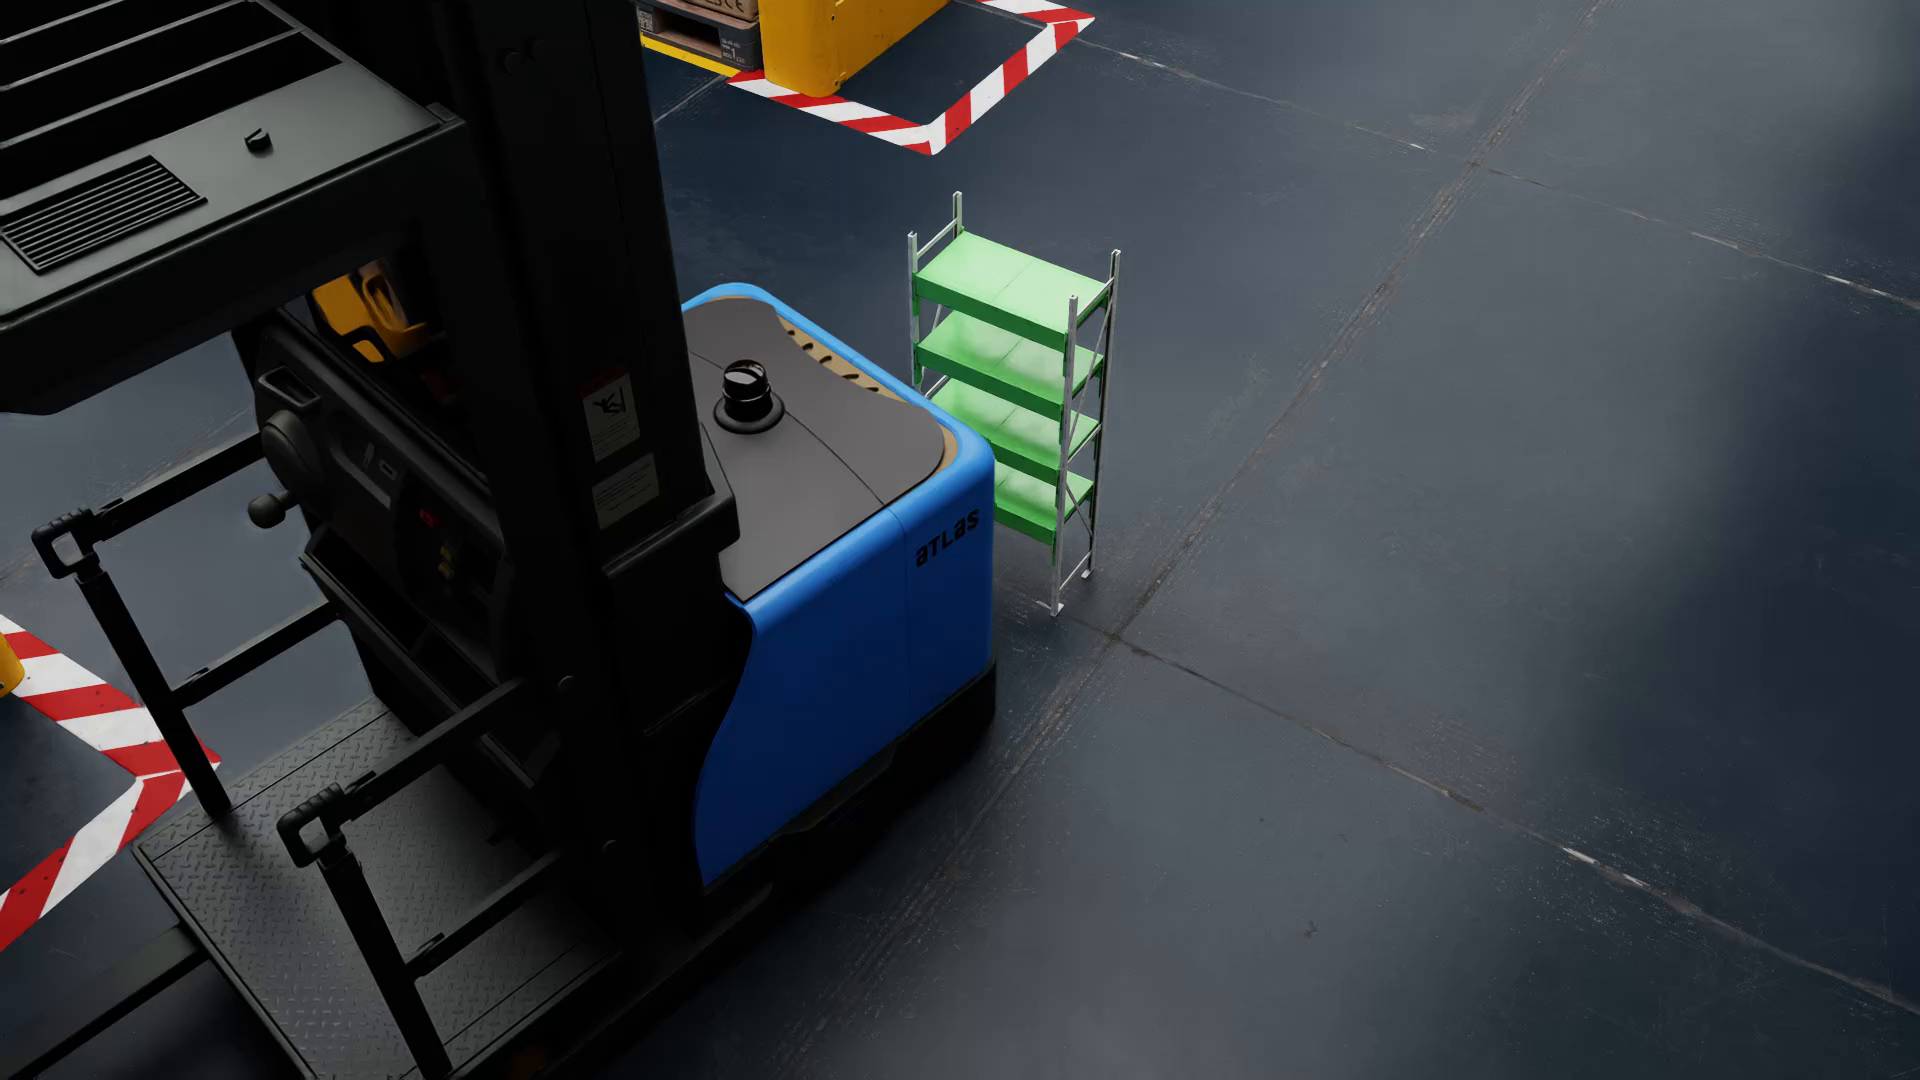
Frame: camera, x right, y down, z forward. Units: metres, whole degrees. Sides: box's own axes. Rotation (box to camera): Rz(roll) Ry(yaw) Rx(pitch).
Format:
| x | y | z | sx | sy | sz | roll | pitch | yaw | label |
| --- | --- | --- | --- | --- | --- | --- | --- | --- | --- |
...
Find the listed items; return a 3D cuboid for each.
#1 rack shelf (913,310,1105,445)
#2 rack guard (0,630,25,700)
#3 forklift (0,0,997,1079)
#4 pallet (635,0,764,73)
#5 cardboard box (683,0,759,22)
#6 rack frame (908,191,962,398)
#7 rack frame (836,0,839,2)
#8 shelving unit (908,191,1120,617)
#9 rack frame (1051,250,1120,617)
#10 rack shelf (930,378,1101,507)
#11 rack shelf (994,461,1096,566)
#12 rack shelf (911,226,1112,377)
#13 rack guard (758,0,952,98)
| x | y | z | sx | sy | sz | roll | pitch | yaw | label |
| --- | --- | --- | --- | --- | --- | --- | --- | --- | --- |
| 0.139 | -0.477 | 4.631 | 0.480 | 0.148 | 0.258 | 25 | 51 | 22 | rack shelf |
| -3.171 | 0.503 | 4.413 | 0.348 | 0.500 | 1.175 | 25 | 51 | 22 | rack guard |
| -1.299 | 0.003 | 3.203 | 3.031 | 2.935 | 1.130 | -36 | 55 | -29 | forklift |
| -1.146 | -2.627 | 7.656 | 1.213 | 0.211 | 1.003 | 25 | 51 | 22 | pallet |
| -1.040 | -2.786 | 7.359 | 0.875 | 0.438 | 0.875 | 23 | 50 | 21 | cardboard box |
| -0.066 | -0.449 | 4.849 | 0.015 | 1.200 | 0.240 | 25 | 51 | 22 | rack frame |
| -0.430 | -3.337 | 6.401 | 0.127 | 3.000 | 1.000 | 25 | 51 | 22 | rack frame |
| 0.139 | -0.354 | 4.757 | 0.503 | 1.200 | 0.258 | 25 | 51 | 22 | shelving unit |
| 0.345 | -0.260 | 4.666 | 0.015 | 1.200 | 0.240 | 25 | 51 | 22 | rack frame |
| 0.139 | -0.310 | 4.803 | 0.480 | 0.148 | 0.258 | 25 | 51 | 22 | rack shelf |
| 0.139 | -0.142 | 4.975 | 0.480 | 0.148 | 0.258 | 25 | 51 | 22 | rack shelf |
| 0.139 | -0.644 | 4.459 | 0.480 | 0.148 | 0.258 | 25 | 51 | 22 | rack shelf |
| -0.410 | -2.457 | 7.288 | 0.348 | 0.500 | 1.175 | 25 | 51 | 22 | rack guard |
